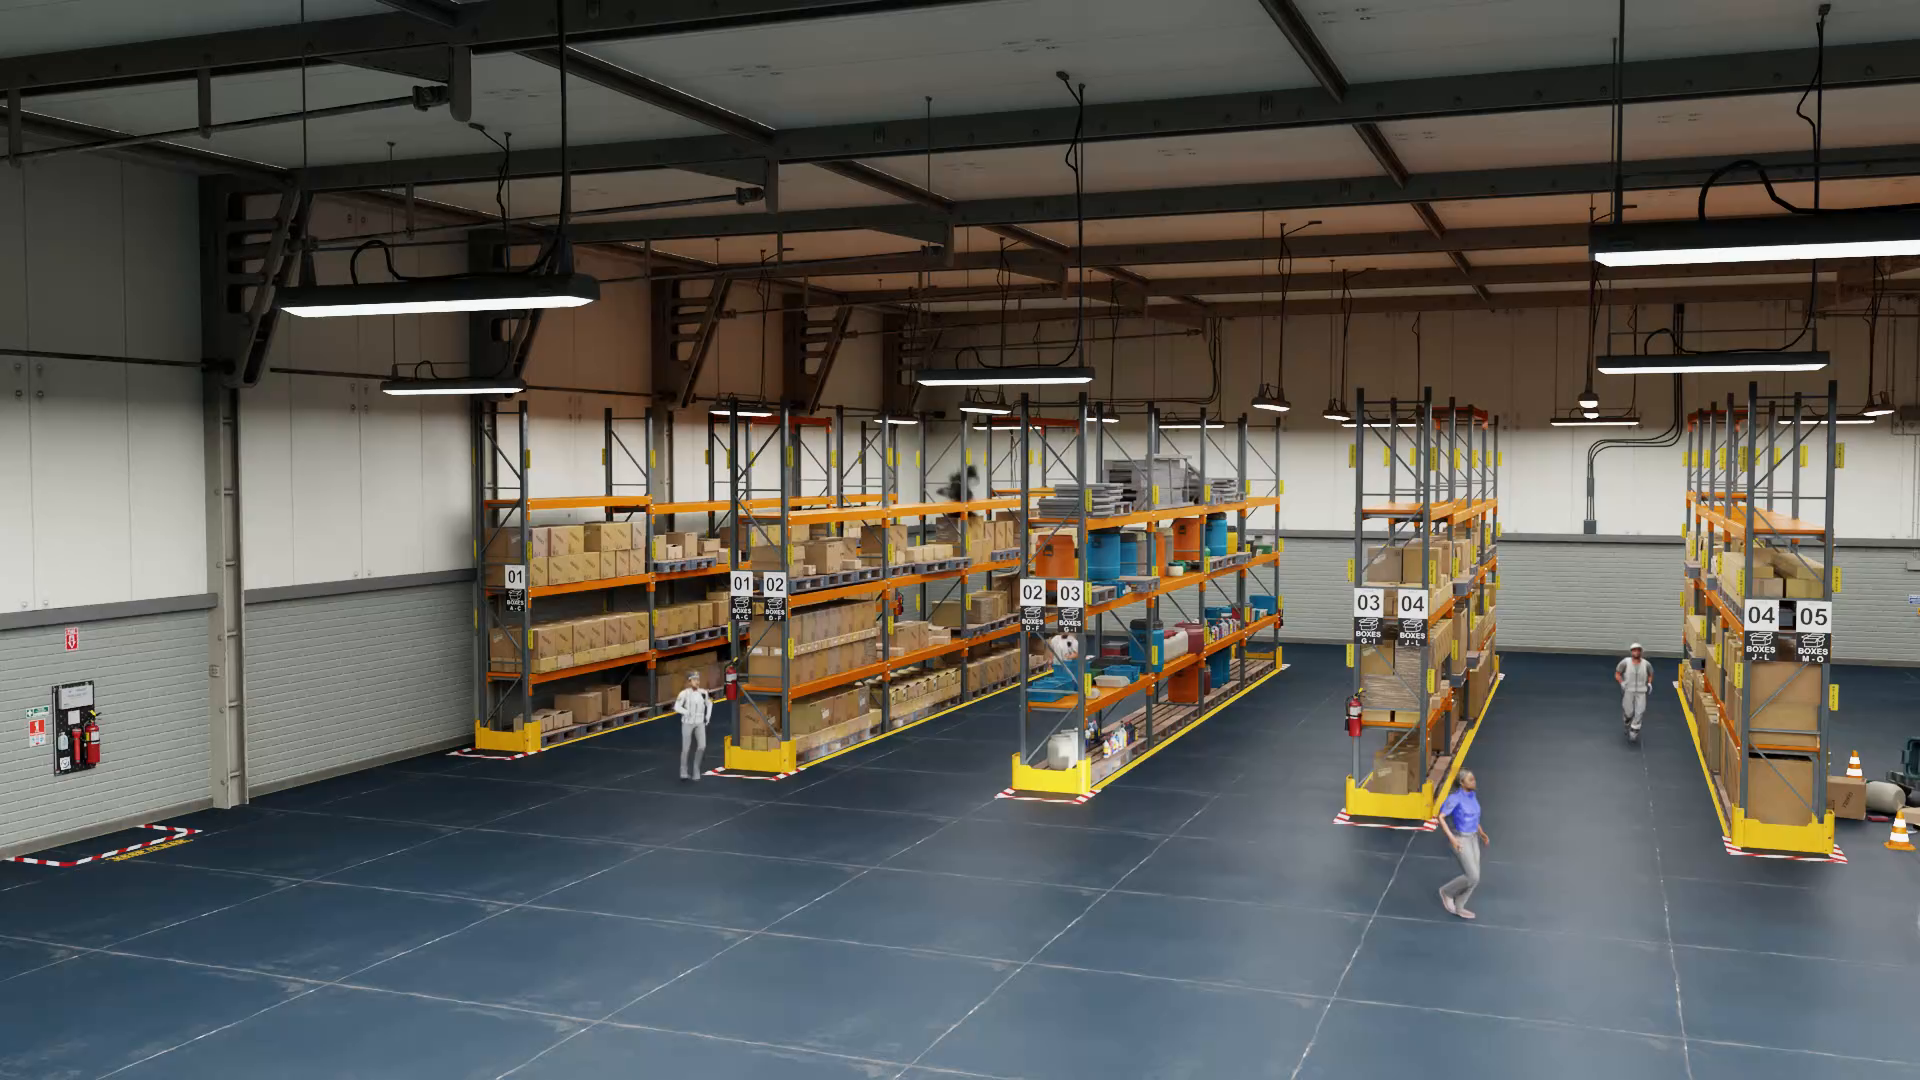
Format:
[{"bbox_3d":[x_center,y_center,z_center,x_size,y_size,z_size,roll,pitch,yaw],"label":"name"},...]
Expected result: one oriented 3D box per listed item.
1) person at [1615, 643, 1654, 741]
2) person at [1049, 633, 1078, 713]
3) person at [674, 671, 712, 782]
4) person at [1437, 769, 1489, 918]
[{"bbox_3d":[11.972,2.694,29.503,0.639,1.741,0.587,1,3,14],"label":"person"},{"bbox_3d":[2.052,2.529,32.898,0.627,1.815,0.826,0,3,8],"label":"person"},{"bbox_3d":[-4.139,2.896,25.940,0.630,1.717,0.599,-1,3,-19],"label":"person"},{"bbox_3d":[5.501,3.312,18.140,0.580,1.621,0.493,-2,4,-41],"label":"person"}]
